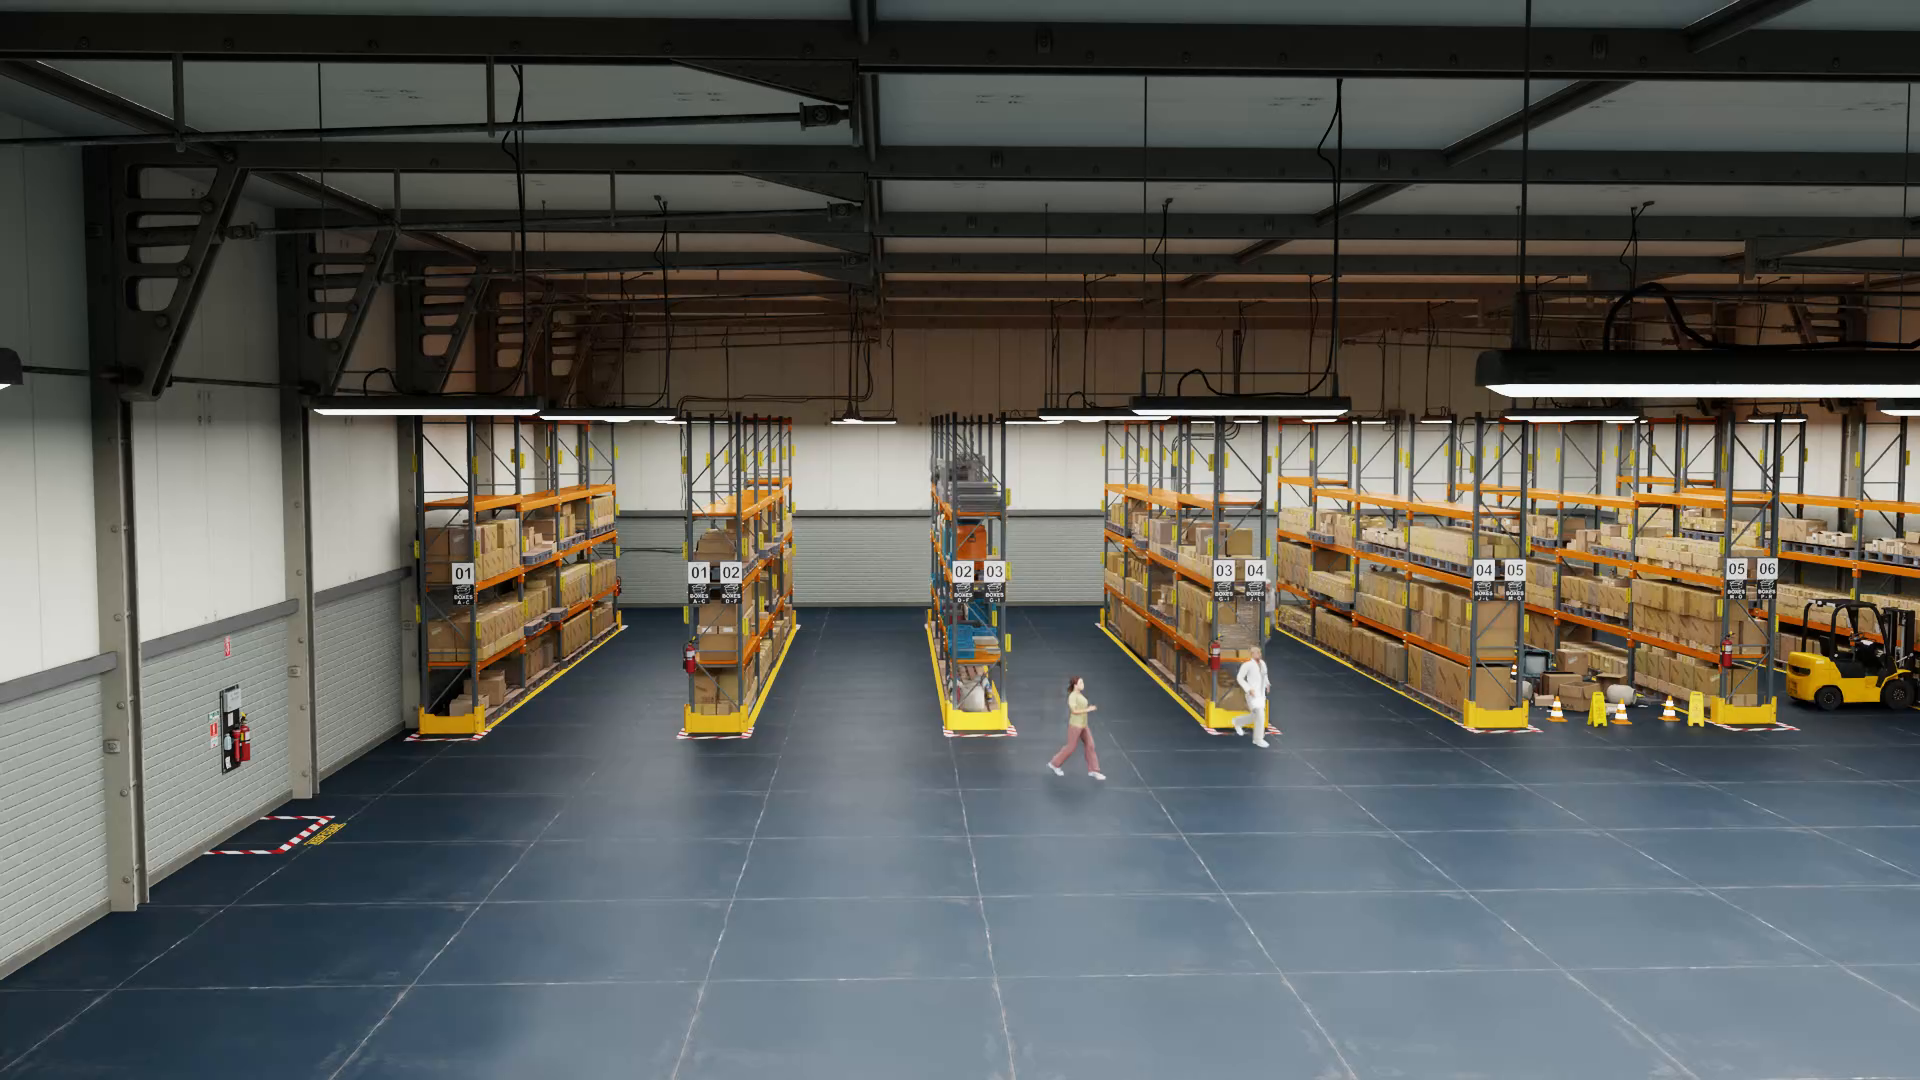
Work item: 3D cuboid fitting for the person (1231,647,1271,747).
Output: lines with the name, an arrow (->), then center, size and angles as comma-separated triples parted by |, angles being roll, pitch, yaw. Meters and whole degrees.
person -> 5.267, 2.841, 30.037 | 0.727, 1.694, 0.862 | -4, 5, -44

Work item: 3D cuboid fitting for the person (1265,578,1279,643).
person -> 8.123, 1.864, 43.805 | 0.692, 1.721, 0.737 | 0, 4, -6

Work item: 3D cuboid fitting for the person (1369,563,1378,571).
person -> 12.254, 1.536, 49.267 | 0.706, 1.724, 0.607 | 0, 4, 3

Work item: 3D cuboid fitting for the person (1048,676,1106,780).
person -> 1.901, 3.028, 26.931 | 0.952, 1.670, 0.568 | 2, 4, 24
